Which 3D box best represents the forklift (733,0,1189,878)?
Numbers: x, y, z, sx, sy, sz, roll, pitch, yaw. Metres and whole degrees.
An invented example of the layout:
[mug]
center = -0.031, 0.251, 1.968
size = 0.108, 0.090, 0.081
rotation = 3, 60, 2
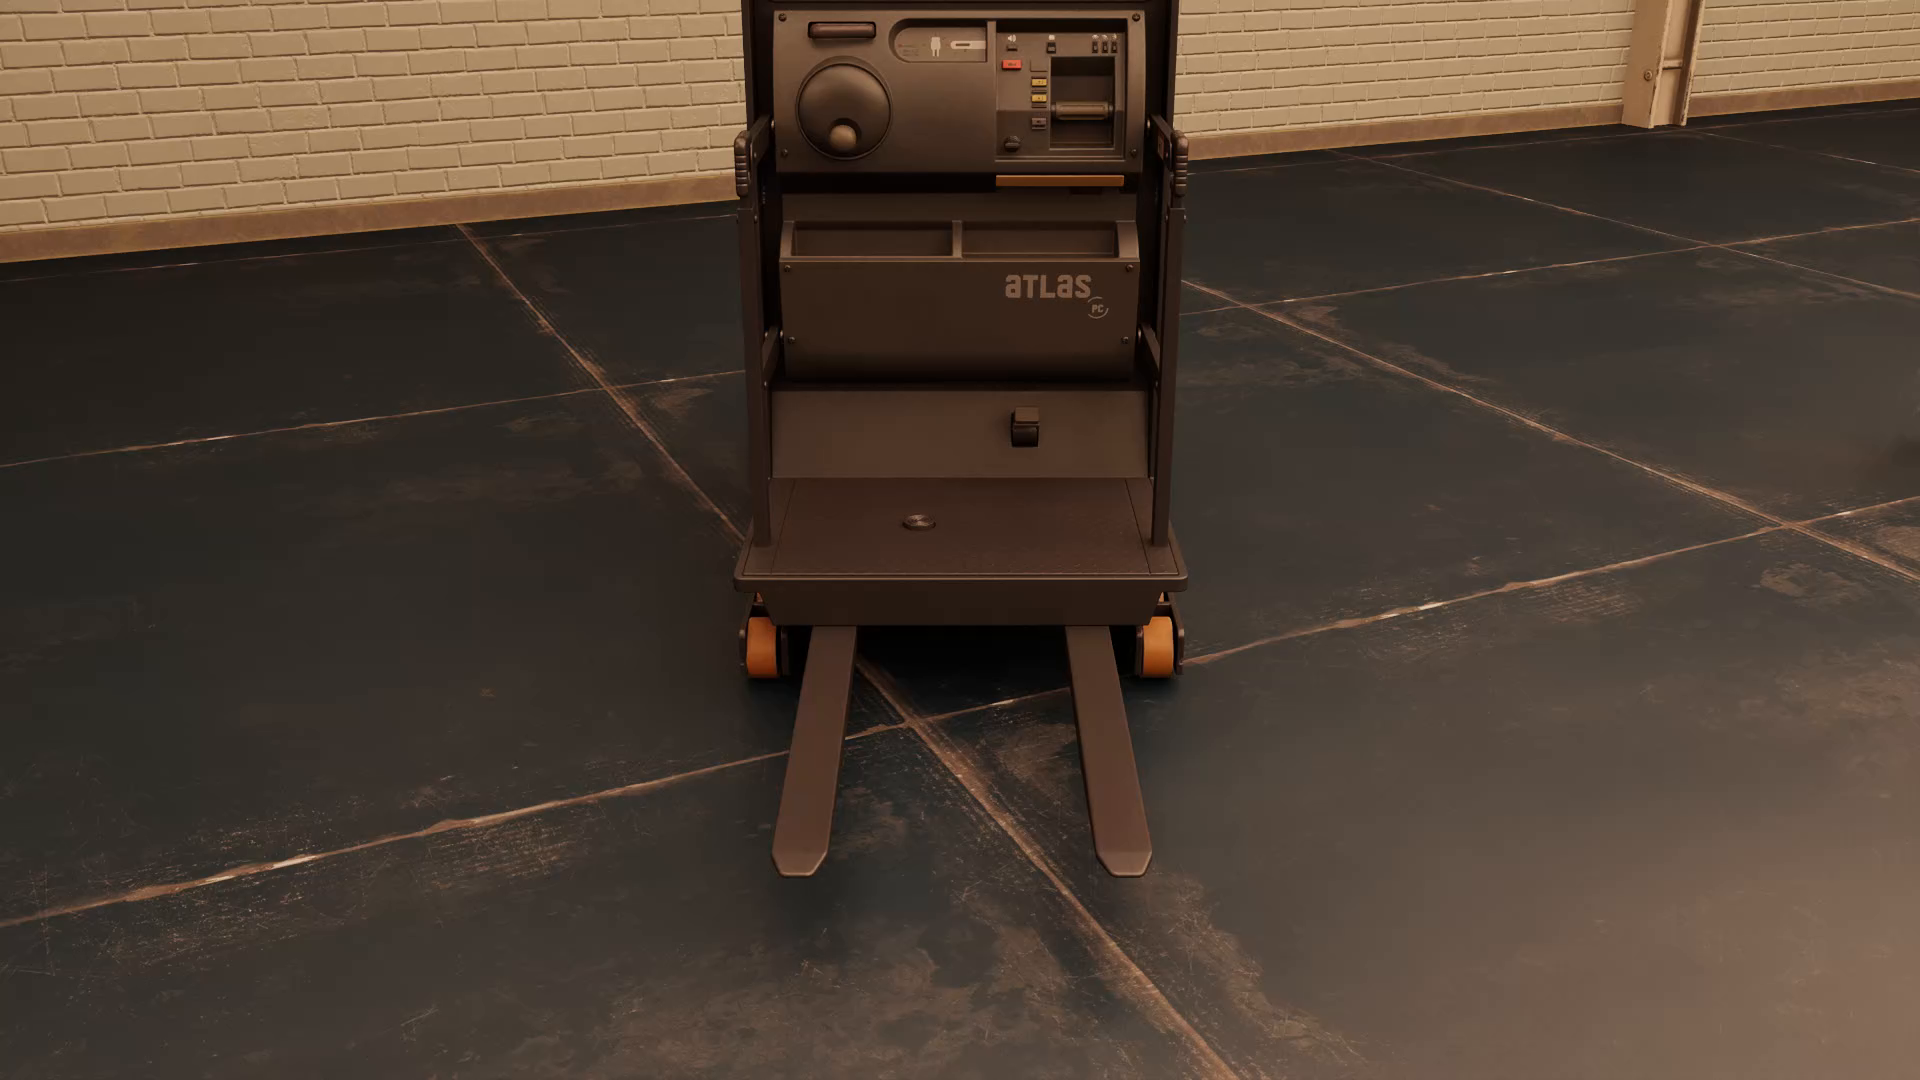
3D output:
[forklift]
center = 0.001, -1.114, 3.968
size = 1.130, 2.935, 3.031
rotation = 0, 23, 0
